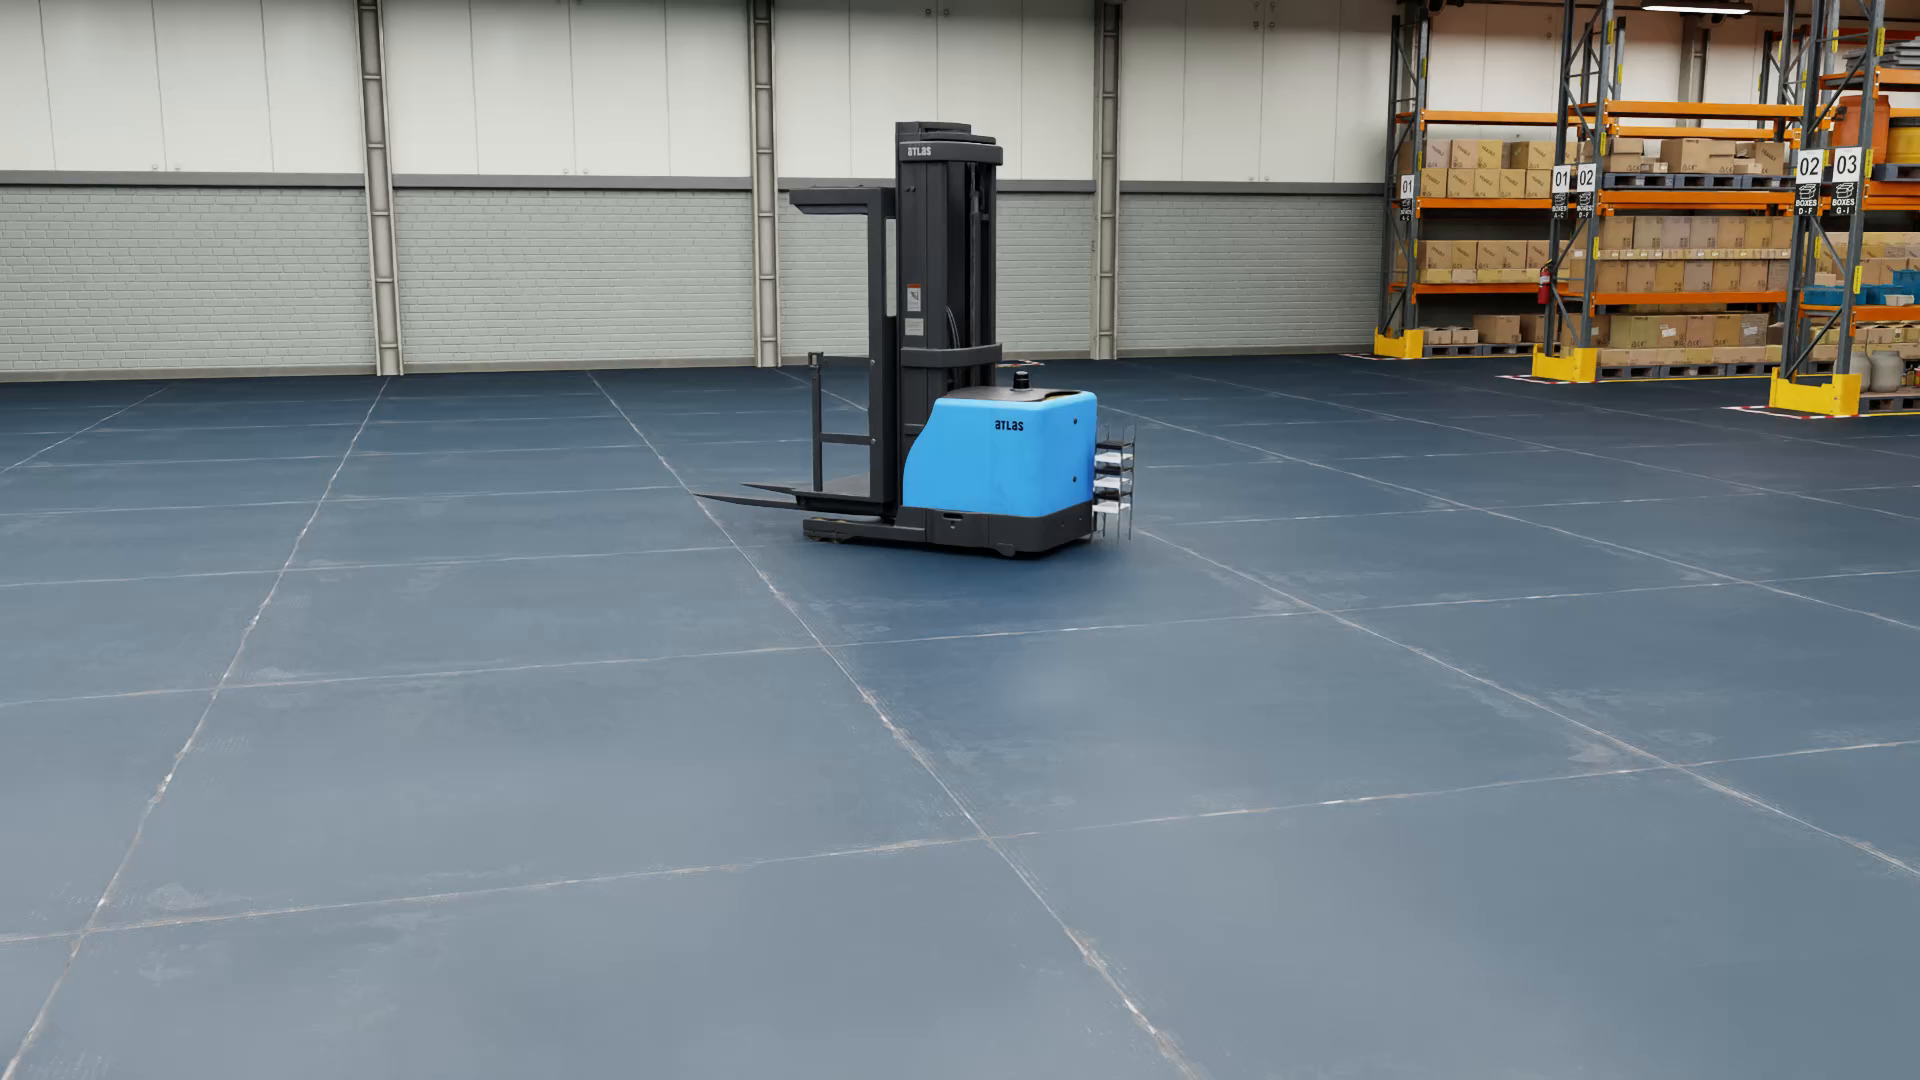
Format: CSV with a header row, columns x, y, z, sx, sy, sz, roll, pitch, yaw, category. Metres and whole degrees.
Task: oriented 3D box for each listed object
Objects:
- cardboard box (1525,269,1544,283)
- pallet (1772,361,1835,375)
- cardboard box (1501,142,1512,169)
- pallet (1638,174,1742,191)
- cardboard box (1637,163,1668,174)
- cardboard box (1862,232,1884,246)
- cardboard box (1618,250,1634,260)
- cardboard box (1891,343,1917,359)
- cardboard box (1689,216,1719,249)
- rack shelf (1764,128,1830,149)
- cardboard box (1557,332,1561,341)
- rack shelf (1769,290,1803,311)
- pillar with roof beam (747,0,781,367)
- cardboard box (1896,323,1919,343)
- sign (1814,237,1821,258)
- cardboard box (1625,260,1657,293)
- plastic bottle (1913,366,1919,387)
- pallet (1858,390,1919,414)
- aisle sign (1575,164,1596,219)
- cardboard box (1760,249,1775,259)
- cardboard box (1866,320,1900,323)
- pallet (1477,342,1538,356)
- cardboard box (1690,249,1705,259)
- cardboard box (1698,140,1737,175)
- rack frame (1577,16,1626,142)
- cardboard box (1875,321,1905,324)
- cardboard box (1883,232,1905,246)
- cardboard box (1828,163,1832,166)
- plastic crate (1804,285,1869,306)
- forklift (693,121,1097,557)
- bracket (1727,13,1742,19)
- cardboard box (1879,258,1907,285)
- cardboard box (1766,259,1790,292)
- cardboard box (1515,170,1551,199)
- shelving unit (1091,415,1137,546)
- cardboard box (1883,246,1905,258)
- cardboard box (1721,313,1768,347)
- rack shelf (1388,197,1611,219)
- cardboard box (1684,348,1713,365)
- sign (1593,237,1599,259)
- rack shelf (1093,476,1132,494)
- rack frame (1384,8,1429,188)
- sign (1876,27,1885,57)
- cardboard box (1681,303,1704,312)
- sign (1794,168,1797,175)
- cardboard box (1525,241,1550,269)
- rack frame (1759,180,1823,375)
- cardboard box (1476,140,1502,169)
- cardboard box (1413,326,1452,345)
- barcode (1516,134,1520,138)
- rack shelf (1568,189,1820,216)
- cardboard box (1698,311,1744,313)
x,y,z,sx,sy,sz,roll,pitch,yaw,category
10.384,-4.821,30.308,0.500,0.250,0.500,-3,11,-16,cardboard box
13.798,-2.825,26.810,1.213,0.211,1.003,-3,11,-16,pallet
9.699,-6.979,30.293,0.500,0.500,0.500,-3,11,-16,cardboard box
11.121,-5.475,25.464,1.213,0.211,1.003,-3,11,-16,pallet
10.440,-5.606,25.076,0.250,0.149,0.380,-3,11,-16,cardboard box
17.545,-5.848,32.306,0.500,0.250,0.500,-3,11,-17,cardboard box
9.951,-4.315,25.130,0.250,0.149,0.380,-3,11,-17,cardboard box
15.034,-3.062,26.829,0.500,0.250,0.500,-3,11,-15,cardboard box
11.232,-4.740,25.649,0.500,0.500,0.700,-3,11,-16,cardboard box
17.474,-7.717,32.202,4.000,0.370,1.077,-3,11,-16,rack shelf
11.208,-3.804,31.036,0.250,0.166,0.380,-5,11,-23,cardboard box
15.022,-3.900,26.933,4.000,0.370,1.077,-3,11,-16,rack shelf
-2.015,-6.592,22.997,0.400,9.000,9.100,-3,11,-16,pillar with roof beam
15.525,-3.363,26.916,0.500,0.311,0.500,-3,11,-16,cardboard box
13.258,-4.521,25.709,0.005,0.325,0.100,-3,11,-16,sign
10.216,-4.048,25.474,0.500,0.500,0.700,-3,11,-14,cardboard box
12.532,-2.143,21.709,0.135,0.276,0.152,-3,11,-16,plastic bottle
11.483,-1.770,21.076,1.213,0.211,1.003,-3,11,-16,pallet
9.283,-5.172,24.676,0.004,0.787,0.394,-3,11,-16,aisle sign
12.412,-4.444,25.833,0.250,0.149,0.380,-3,11,-18,cardboard box
17.954,-4.467,32.802,0.750,0.750,0.750,-3,11,-14,cardboard box
9.905,-3.540,30.690,1.213,0.211,1.003,-3,11,-16,pallet
11.174,-4.378,25.477,0.250,0.149,0.380,-3,11,-15,cardboard box
11.485,-5.892,25.653,0.637,0.503,0.797,-2,11,-10,cardboard box
11.713,-7.964,30.451,0.127,3.000,1.000,-3,11,-16,rack frame
15.365,-3.456,27.421,0.500,0.311,0.500,-3,11,-17,cardboard box
18.034,-5.874,32.446,0.500,0.250,0.500,-3,11,-15,cardboard box
13.696,-5.790,26.182,0.500,0.250,0.500,-2,11,-10,cardboard box
11.039,-3.093,20.974,0.616,0.251,0.499,-3,11,-16,plastic crate
-0.553,-1.496,12.076,3.031,2.935,1.130,6,12,28,forklift
14.562,-9.980,31.463,0.430,0.232,0.235,-3,11,-16,bracket
14.830,-4.290,26.787,0.500,0.500,0.500,-3,11,-16,cardboard box
12.677,-4.178,26.181,0.500,0.500,0.700,-3,11,-17,cardboard box
10.287,-6.421,30.025,0.500,0.500,0.500,-3,11,-18,cardboard box
1.096,-0.426,11.859,0.210,0.900,0.258,8,13,28,shelving unit
18.050,-5.505,32.511,0.500,0.500,0.500,-3,11,-16,cardboard box
12.234,-3.291,26.001,0.500,0.500,0.500,-3,11,-16,cardboard box
9.793,-6.034,30.238,4.000,0.370,1.077,-3,11,-16,rack shelf
11.279,-2.868,25.777,0.500,0.250,0.500,-3,11,-16,cardboard box
9.410,-4.318,24.607,0.005,0.325,0.100,-3,11,-16,sign
1.095,-0.394,11.865,0.200,0.077,0.258,8,13,28,rack shelf
7.873,-7.761,29.352,0.127,3.000,1.000,-3,11,-16,rack frame
10.791,-5.841,19.495,0.005,0.325,0.100,-3,11,-16,sign
13.820,-4.481,31.722,0.500,0.250,0.500,-3,11,-16,cardboard box
15.704,-6.851,31.263,0.005,0.325,0.100,-3,11,-16,sign
10.382,-5.191,30.246,0.500,0.500,0.500,-3,11,-18,cardboard box
13.102,-4.153,26.318,0.127,3.000,1.000,-3,11,-16,rack frame
9.295,-6.859,29.640,0.500,0.500,0.500,-3,11,-14,cardboard box
8.562,-3.724,30.204,0.500,0.311,0.500,-4,11,-22,cardboard box
10.259,-7.427,30.575,0.075,0.075,0.001,-3,11,-16,barcode
11.181,-5.173,25.562,4.000,0.370,1.077,-3,11,-16,rack shelf
12.091,-3.380,26.484,0.500,0.500,0.500,-3,11,-16,cardboard box
